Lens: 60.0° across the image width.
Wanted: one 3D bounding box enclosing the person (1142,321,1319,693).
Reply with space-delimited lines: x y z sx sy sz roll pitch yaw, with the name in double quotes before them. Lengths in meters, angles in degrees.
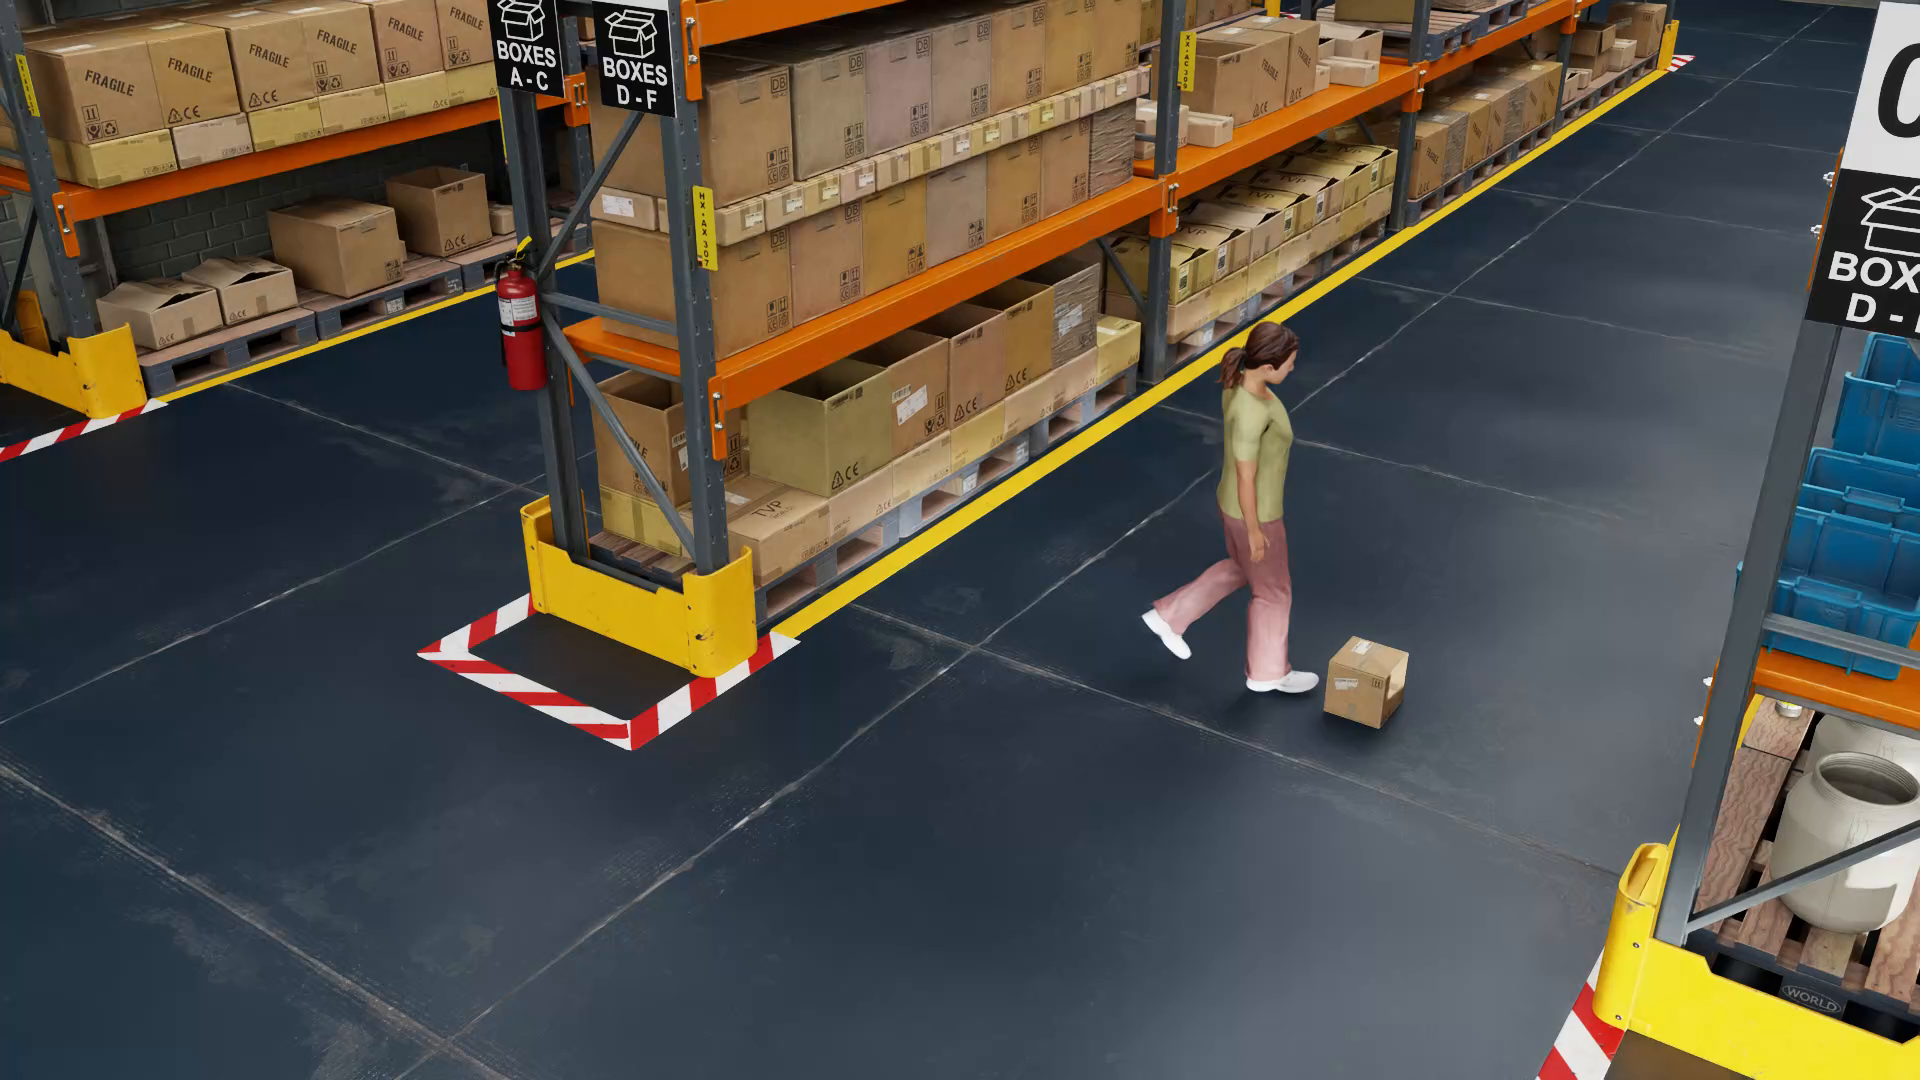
"person" 1.161 -0.125 6.847 0.755 1.661 0.467 0 27 -1
